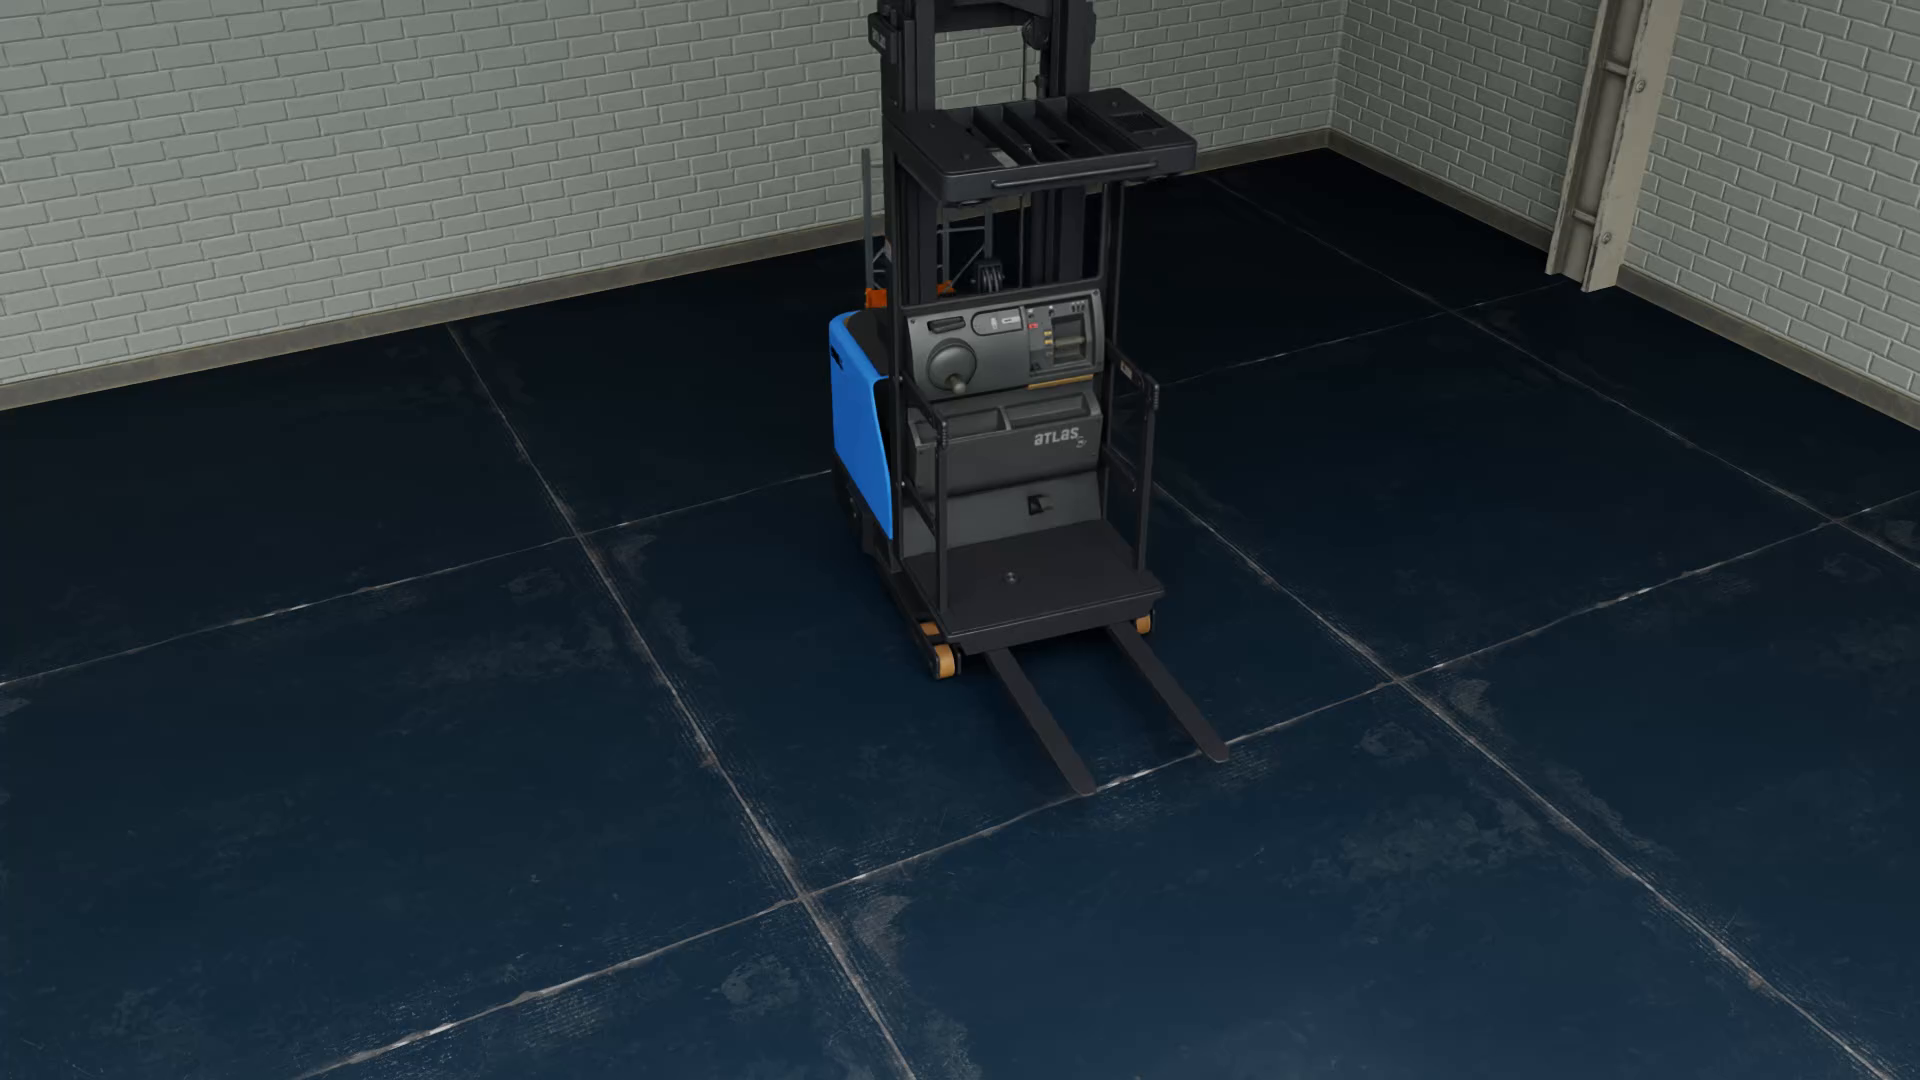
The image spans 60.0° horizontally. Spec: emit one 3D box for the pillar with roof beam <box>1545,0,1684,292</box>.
[{"bbox_3d":[0.526,-4.535,7.486,9.100,9.000,0.400,-16,36,-23],"label":"pillar with roof beam"}]

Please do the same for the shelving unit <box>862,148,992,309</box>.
[{"bbox_3d":[-0.193,-1.340,9.451,0.587,1.500,1.083,-7,33,-11],"label":"shelving unit"}]

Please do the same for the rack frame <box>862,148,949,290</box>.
[{"bbox_3d":[-0.312,-1.611,9.875,0.500,1.500,0.032,-7,33,-11],"label":"rack frame"}]

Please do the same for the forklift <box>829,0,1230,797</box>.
[{"bbox_3d":[0.289,-0.839,7.343,1.130,2.935,3.031,-11,34,-17],"label":"forklift"}]

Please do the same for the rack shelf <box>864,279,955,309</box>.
[{"bbox_3d":[-0.195,-1.193,9.555,0.538,0.185,1.000,-7,33,-11],"label":"rack shelf"}]

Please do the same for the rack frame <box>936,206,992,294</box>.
[{"bbox_3d":[-0.079,-1.077,9.041,0.500,1.500,0.032,-7,33,-11],"label":"rack frame"}]
